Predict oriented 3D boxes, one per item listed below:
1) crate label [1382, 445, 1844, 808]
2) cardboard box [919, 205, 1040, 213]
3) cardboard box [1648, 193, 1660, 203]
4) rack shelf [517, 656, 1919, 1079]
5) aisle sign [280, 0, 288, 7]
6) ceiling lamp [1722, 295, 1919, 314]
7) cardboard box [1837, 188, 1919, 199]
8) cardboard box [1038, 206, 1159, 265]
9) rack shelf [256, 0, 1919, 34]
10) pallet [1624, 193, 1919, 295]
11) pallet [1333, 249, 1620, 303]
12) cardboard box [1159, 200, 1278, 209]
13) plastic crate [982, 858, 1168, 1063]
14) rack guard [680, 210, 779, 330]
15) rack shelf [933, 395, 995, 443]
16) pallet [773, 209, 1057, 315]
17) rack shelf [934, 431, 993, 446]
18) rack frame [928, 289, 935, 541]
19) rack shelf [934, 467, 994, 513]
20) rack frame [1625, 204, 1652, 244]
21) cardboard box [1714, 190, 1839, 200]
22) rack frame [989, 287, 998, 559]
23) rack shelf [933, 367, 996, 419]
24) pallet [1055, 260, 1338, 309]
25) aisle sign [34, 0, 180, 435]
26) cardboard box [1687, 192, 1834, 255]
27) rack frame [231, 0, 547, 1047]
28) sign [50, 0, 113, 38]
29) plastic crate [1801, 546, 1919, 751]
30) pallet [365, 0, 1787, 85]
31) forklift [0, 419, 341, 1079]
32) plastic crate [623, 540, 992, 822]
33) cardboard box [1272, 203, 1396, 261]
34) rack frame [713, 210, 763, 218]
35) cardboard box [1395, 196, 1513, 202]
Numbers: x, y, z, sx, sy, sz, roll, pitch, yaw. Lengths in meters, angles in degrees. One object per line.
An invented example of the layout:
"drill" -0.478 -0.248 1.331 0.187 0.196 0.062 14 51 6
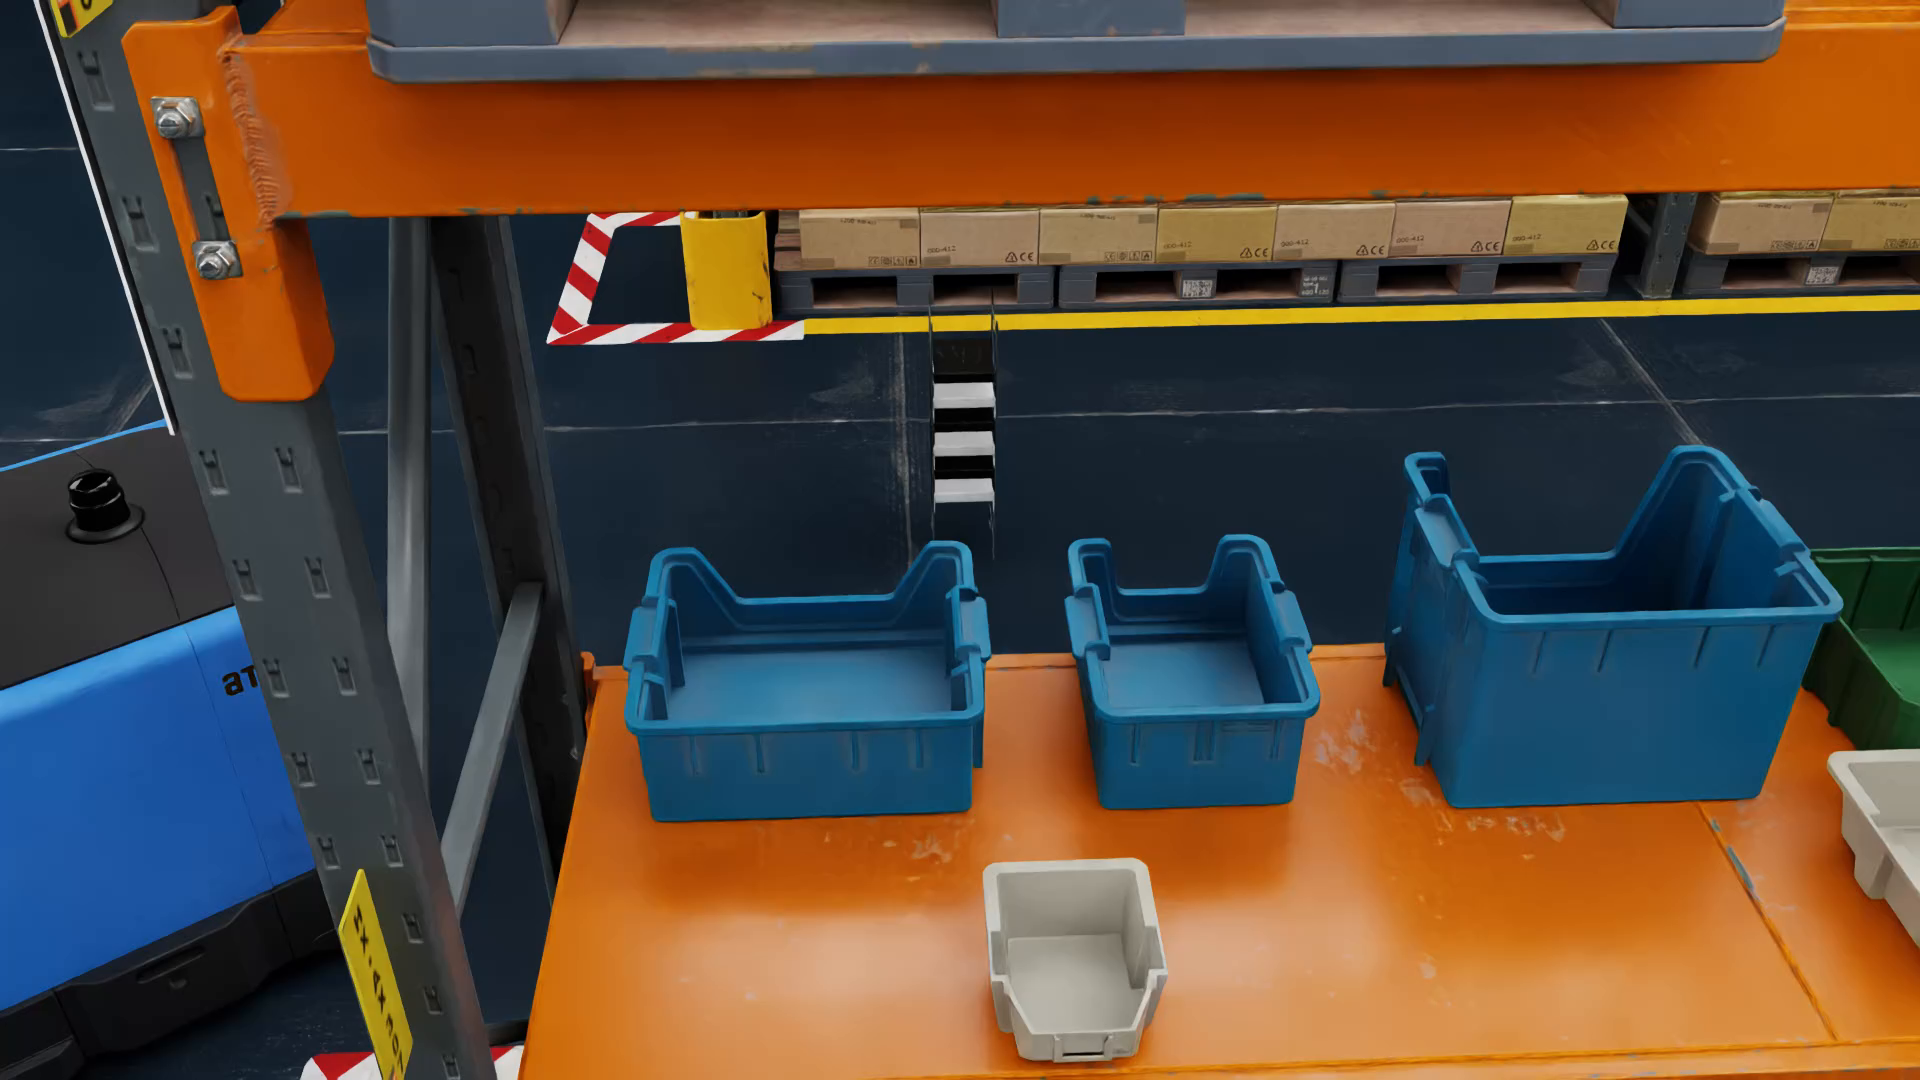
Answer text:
"crate label" 1.081 0.141 2.879 0.616 0.435 0.502 -2 35 -2
"cardboard box" 0.071 -1.709 6.972 0.500 0.500 0.500 -2 35 -2
"cardboard box" 3.421 -1.782 7.736 0.500 0.250 0.500 -2 35 -3
"rack shelf" 1.254 0.521 2.822 3.809 0.124 0.919 -2 35 -2
"aisle sign" -0.830 -0.877 2.096 0.004 0.787 0.394 -2 35 -2
"ceiling lamp" 5.331 -1.069 7.294 4.000 0.001 0.159 -2 35 -2
"cardboard box" 3.945 -1.717 7.149 0.500 0.311 0.500 -2 35 -3
"cardboard box" 0.570 -1.415 7.206 0.500 0.250 0.500 -2 35 -2
"rack shelf" 1.254 -0.713 1.968 3.809 0.124 0.919 -2 35 -2
"pallet" 3.755 -1.460 7.674 1.213 0.211 1.003 -2 35 -2
"pallet" 2.224 -1.420 7.616 1.213 0.211 1.003 -2 35 -2
"cardboard box" 1.070 -1.734 7.007 0.500 0.500 0.500 -2 35 -2
"plastic crate" 0.165 0.627 2.440 0.250 0.136 0.298 -2 35 -2
"rack guard" -0.999 -1.428 7.374 0.348 0.500 1.175 -2 35 -2
"rack shelf" 0.008 -0.417 5.462 0.200 0.077 0.258 -2 35 -2
"pallet" -0.213 -1.354 7.521 1.213 0.211 1.003 -2 35 -2
"rack shelf" 0.008 -0.360 5.502 0.190 0.026 0.221 -2 35 -2
"rack frame" -0.093 -0.367 5.490 0.006 0.900 0.240 -2 35 -2
"rack shelf" 0.008 -0.195 5.616 0.200 0.077 0.258 -2 35 -2
"rack frame" 3.020 -2.566 6.822 0.053 2.616 0.949 -2 35 -2
"cardboard box" 3.445 -1.706 7.134 0.500 0.311 0.500 -1 35 -2
"rack frame" 0.110 -0.373 5.498 0.006 0.900 0.240 -2 35 -2
"rack shelf" 0.008 -0.491 5.411 0.200 0.077 0.258 -2 35 -2
"pallet" 1.003 -1.385 7.566 1.213 0.211 1.003 -2 35 -2
"aisle sign" -0.802 -0.541 1.612 0.004 0.787 0.394 -2 35 -2
"cardboard box" 3.435 -1.476 7.294 0.500 0.250 0.500 -2 35 -3
"rack frame" -0.744 0.361 2.592 0.053 2.616 0.949 -2 35 -2
"sign" -0.723 -0.565 1.287 0.005 0.325 0.100 -2 35 -2
"plastic crate" 1.882 0.215 2.990 0.662 0.188 0.450 -2 35 -2
"pallet" 0.087 -0.763 1.747 1.213 0.211 1.003 -2 35 -2
"forklift" -2.868 0.054 3.097 3.031 2.935 1.130 -24 41 -30
"plastic crate" -0.258 0.237 2.902 0.616 0.251 0.499 -2 35 -2
"cardboard box" 1.569 -1.440 7.242 0.500 0.250 0.500 -2 35 -2
"rack frame" -0.975 -2.456 6.664 0.127 3.000 1.000 -2 35 -2
"cardboard box" 2.068 -1.771 7.061 0.500 0.500 0.500 -2 35 -2
